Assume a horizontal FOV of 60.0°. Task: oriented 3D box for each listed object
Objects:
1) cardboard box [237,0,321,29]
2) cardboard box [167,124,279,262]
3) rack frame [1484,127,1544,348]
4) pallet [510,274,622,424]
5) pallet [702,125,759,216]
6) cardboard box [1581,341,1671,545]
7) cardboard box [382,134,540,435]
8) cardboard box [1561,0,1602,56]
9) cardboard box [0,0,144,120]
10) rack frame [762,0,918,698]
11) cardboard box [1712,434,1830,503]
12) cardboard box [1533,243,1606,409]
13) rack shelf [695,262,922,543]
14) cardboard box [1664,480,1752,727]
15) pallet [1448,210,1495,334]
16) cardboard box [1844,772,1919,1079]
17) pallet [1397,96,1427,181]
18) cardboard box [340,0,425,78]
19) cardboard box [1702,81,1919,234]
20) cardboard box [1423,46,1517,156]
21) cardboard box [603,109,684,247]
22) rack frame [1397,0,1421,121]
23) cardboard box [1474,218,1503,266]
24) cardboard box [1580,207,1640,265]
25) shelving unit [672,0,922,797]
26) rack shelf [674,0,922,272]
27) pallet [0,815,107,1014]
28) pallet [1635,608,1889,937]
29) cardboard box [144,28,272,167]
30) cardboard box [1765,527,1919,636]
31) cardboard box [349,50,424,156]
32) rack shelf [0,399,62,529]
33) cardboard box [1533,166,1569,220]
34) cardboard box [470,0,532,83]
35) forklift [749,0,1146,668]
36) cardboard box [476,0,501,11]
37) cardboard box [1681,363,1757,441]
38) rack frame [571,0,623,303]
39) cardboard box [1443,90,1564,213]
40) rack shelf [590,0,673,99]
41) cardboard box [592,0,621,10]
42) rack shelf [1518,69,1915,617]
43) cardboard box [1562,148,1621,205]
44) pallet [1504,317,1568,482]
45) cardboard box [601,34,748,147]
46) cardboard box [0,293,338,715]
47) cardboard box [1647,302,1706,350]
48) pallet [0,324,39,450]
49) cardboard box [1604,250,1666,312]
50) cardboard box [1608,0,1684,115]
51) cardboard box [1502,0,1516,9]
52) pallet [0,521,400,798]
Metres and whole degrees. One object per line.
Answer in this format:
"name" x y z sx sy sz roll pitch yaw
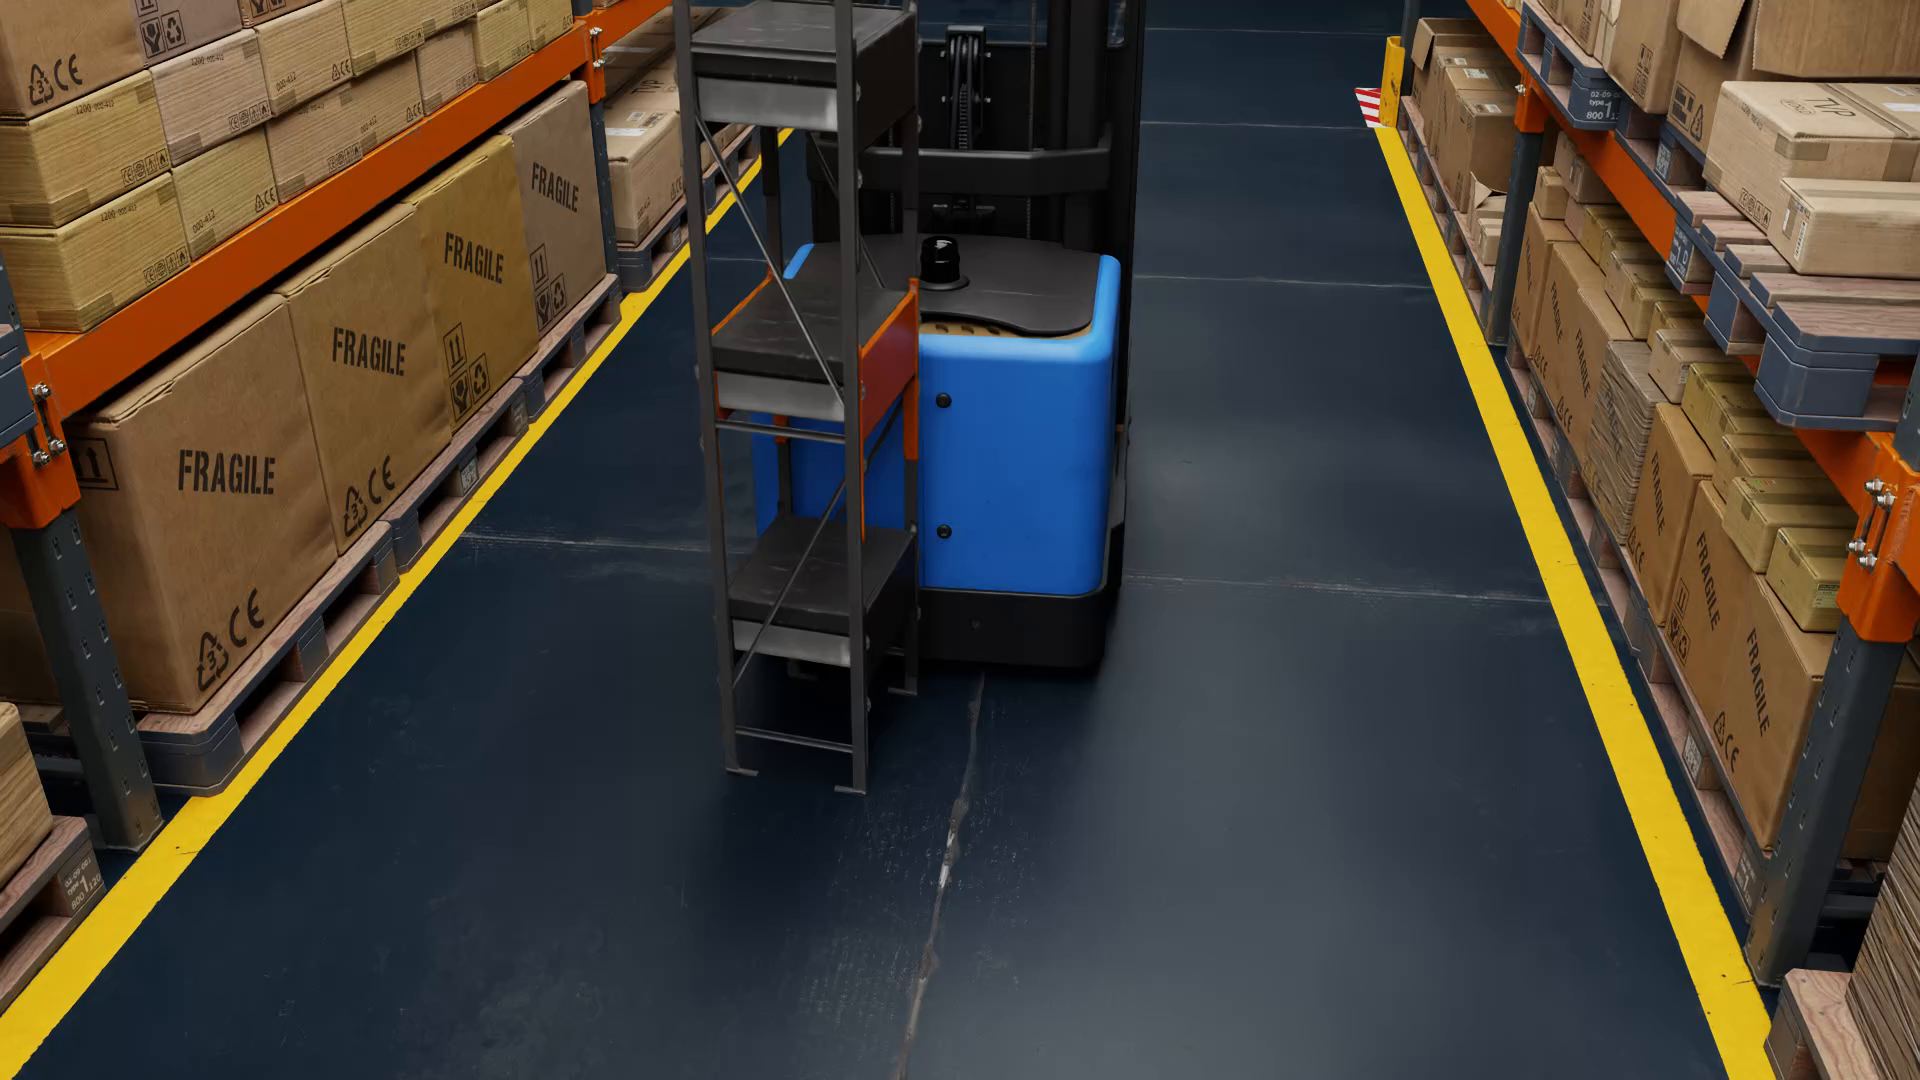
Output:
"cardboard box" -2.154 -1.751 4.678 0.500 0.500 0.500 4 29 8
"cardboard box" -2.232 -0.965 4.536 0.500 0.250 0.500 3 28 5
"rack frame" 2.830 -2.169 6.613 1.000 3.000 0.127 3 28 6
"pallet" -2.117 -0.860 7.124 1.003 0.211 1.213 3 28 6
"pallet" -1.779 -2.157 9.531 1.003 0.211 1.213 3 28 6
"cardboard box" 2.357 -0.309 5.353 0.500 0.500 0.500 2 28 4
"cardboard box" -2.196 -0.983 6.209 0.875 0.875 0.875 4 29 8
"cardboard box" 2.485 -1.939 5.638 0.700 0.500 0.500 4 29 7
"cardboard box" -2.284 -1.275 3.794 0.500 0.500 0.500 2 28 5
"rack frame" -0.307 -0.485 4.418 0.400 2.100 0.015 8 30 13
"cardboard box" 2.228 -0.155 4.383 0.380 0.149 0.250 2 28 5
"cardboard box" 2.492 -0.787 6.241 0.500 0.500 0.500 3 28 6
"rack shelf" -0.370 -0.359 4.218 0.431 0.518 0.480 8 30 13
"cardboard box" 2.250 0.183 4.440 0.500 0.500 0.500 3 28 5
"pallet" 2.915 -1.264 7.874 1.003 0.211 1.213 3 28 6
"cardboard box" 2.250 0.868 3.038 0.875 0.625 0.625 4 29 8
"pallet" 3.214 -2.413 10.006 1.003 0.211 1.213 3 28 6
"cardboard box" -2.067 -1.666 5.310 0.500 0.250 0.500 4 29 7
"cardboard box" 2.148 -0.920 4.010 0.500 0.250 0.500 2 28 4
"cardboard box" 3.008 -2.453 9.334 0.700 0.500 0.500 4 29 8
"cardboard box" -1.913 -1.801 8.190 0.875 0.438 0.875 3 28 5
"rack frame" 3.320 -4.051 10.108 1.000 3.000 0.127 3 28 6
"cardboard box" 2.607 -1.378 7.708 0.380 0.149 0.250 3 28 5
"cardboard box" 2.545 -1.129 6.191 0.380 0.149 0.250 2 28 4
"shelving unit" -0.369 -0.371 4.212 0.431 2.100 0.503 8 30 13
"rack shelf" -0.361 -0.970 3.877 0.431 0.518 0.480 8 30 13
"pallet" -2.684 1.023 3.629 1.003 0.211 1.213 3 28 6
"pallet" 2.469 0.593 4.427 1.003 0.211 1.213 3 28 6
"cardboard box" -2.215 -1.194 4.434 0.500 0.250 0.500 4 29 7
"cardboard box" 2.149 0.097 3.916 0.380 0.149 0.250 2 28 4
"cardboard box" -2.105 -1.444 5.426 0.500 0.250 0.500 3 28 6
"rack shelf" -2.832 0.686 2.073 1.077 0.370 4.000 3 28 6
"cardboard box" 2.522 -1.385 6.667 0.380 0.149 0.250 5 29 9
"cardboard box" -1.965 -1.924 6.316 0.500 0.250 0.500 3 28 5
"forklift" 0.074 -1.587 5.606 1.130 2.935 3.031 3 28 6
"cardboard box" -1.963 -2.152 6.213 0.500 0.250 0.500 4 29 7
"cardboard box" 2.335 -0.394 4.827 0.380 0.149 0.250 3 28 5
"rack frame" -2.097 -2.455 7.145 1.000 3.000 0.127 3 28 6
"cardboard box" 2.880 -1.965 8.427 0.700 0.500 0.500 2 28 4
"rack shelf" -1.852 -3.080 9.063 1.077 0.370 4.000 3 28 6
"cardboard box" -1.780 -2.705 7.503 0.500 0.500 0.500 4 29 8
"rack shelf" 2.585 -0.910 5.036 1.077 0.370 4.000 3 28 6
"cardboard box" 2.538 -1.391 6.365 0.380 0.149 0.250 2 28 4
"pallet" 2.768 -0.556 6.559 1.003 0.211 1.213 3 28 6
"cardboard box" -1.692 -2.647 9.760 0.875 0.438 0.875 4 29 8
"cardboard box" -2.420 -0.142 4.649 0.875 0.875 0.875 3 28 6
"cardboard box" 2.420 -0.638 5.281 0.380 0.149 0.250 3 29 6
"pallet" -2.569 -0.146 3.061 1.213 0.211 1.003 3 28 6
"cardboard box" 2.457 -0.884 5.736 0.380 0.149 0.250 3 28 6
"cardboard box" 2.389 -1.570 4.953 0.700 0.500 0.500 3 28 6
"cardboard box" 2.636 -2.470 7.438 0.380 0.149 0.250 4 29 8
"pallet" -2.416 0.289 4.992 1.003 0.211 1.213 3 28 6
